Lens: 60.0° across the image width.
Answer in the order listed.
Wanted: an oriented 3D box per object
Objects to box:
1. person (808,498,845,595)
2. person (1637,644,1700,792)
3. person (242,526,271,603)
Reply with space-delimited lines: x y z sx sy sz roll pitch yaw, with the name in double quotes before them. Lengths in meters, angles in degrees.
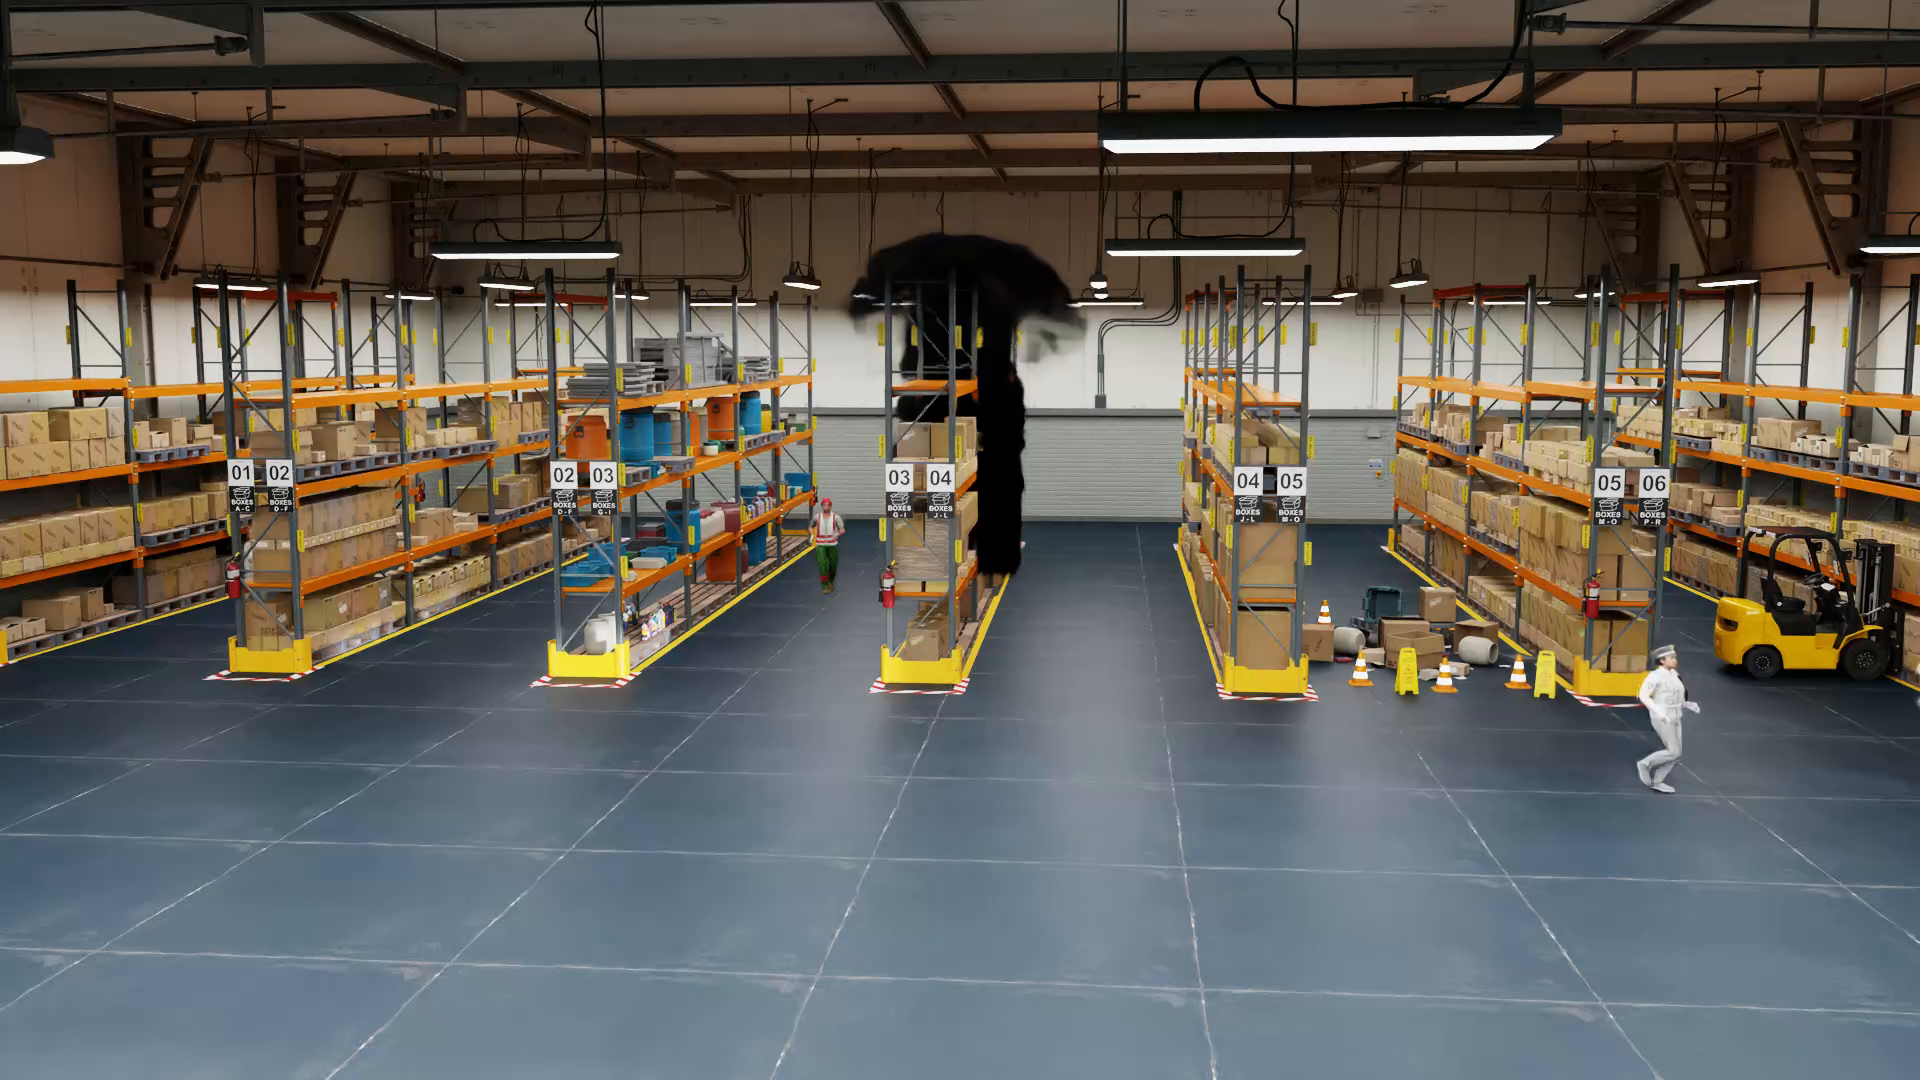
"person" -2.471 0.110 30.719 0.657 1.771 0.779 -1 7 -4
"person" 7.801 1.964 18.314 0.611 1.651 0.561 -5 9 -38
"person" -12.092 0.669 28.703 0.636 1.843 0.804 0 7 2
